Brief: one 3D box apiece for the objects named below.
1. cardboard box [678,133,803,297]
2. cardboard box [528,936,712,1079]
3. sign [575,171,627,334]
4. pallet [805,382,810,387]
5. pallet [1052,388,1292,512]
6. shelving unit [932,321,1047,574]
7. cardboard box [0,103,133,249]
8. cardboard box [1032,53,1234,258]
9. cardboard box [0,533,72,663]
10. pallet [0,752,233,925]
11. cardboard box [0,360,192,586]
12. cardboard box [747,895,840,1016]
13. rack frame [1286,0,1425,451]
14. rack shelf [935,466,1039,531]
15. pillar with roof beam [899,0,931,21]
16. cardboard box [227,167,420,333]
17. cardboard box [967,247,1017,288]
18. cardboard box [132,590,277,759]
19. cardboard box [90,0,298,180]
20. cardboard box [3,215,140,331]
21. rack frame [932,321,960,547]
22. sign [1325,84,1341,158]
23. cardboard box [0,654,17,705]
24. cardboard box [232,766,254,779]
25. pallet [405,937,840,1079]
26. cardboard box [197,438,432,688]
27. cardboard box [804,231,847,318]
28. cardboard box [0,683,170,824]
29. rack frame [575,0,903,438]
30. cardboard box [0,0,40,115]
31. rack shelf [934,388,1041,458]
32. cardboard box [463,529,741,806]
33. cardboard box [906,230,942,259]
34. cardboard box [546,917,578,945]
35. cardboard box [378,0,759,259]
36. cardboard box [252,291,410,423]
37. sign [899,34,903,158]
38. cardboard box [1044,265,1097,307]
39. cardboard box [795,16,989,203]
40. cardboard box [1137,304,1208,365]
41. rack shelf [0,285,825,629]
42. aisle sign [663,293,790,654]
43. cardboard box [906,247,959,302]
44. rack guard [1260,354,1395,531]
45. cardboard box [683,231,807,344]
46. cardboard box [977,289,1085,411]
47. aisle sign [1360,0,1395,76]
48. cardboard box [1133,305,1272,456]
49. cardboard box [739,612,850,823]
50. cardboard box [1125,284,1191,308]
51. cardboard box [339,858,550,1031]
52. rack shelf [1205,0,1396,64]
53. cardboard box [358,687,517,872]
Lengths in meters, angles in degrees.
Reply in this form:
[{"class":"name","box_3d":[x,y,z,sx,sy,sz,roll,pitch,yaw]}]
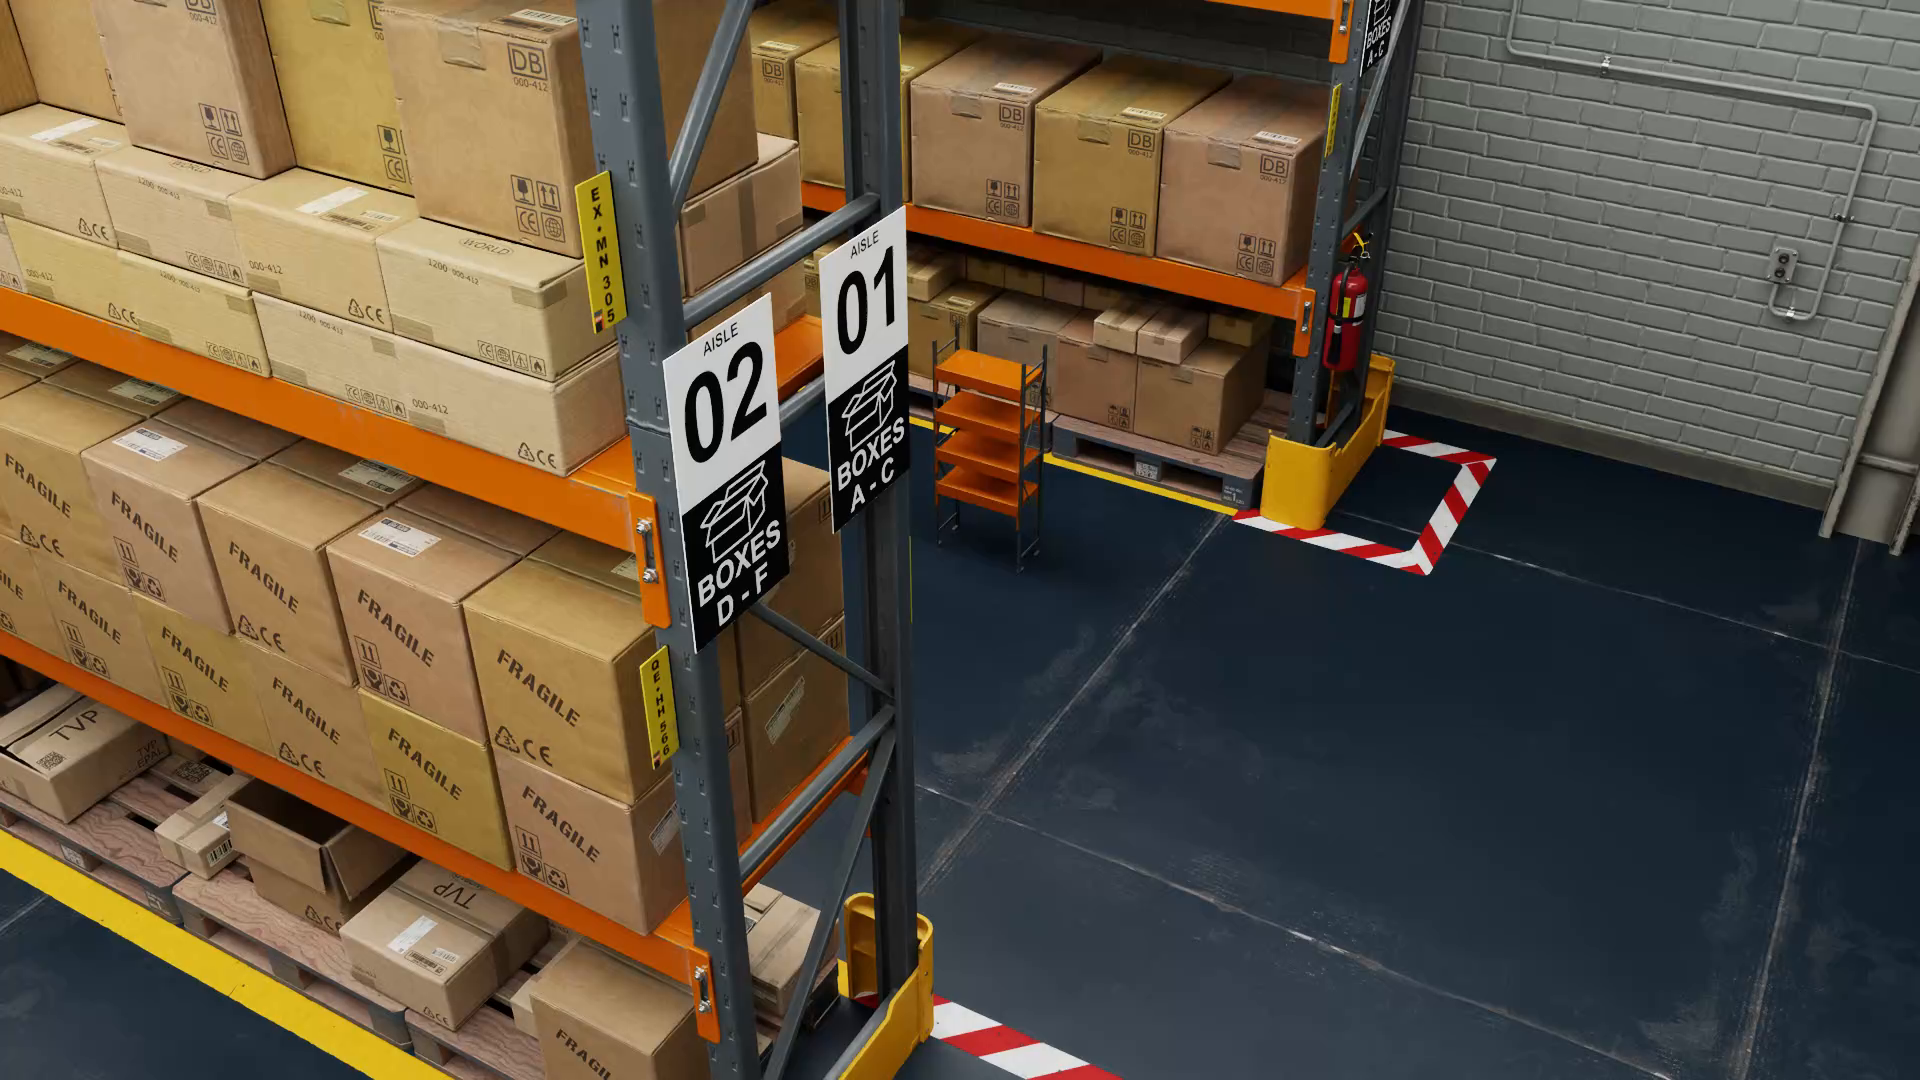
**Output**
[{"class":"cardboard box","box_3d":[-0.762,-0.894,4.365,0.500,0.250,0.500,18,37,24]},{"class":"cardboard box","box_3d":[-1.039,1.593,5.510,0.500,0.500,0.500,18,37,24]},{"class":"sign","box_3d":[-0.738,-0.589,3.423,0.005,0.325,0.100,18,37,24]},{"class":"pallet","box_3d":[-0.842,-1.311,10.528,1.213,0.211,1.003,18,37,24]},{"class":"pallet","box_3d":[1.277,-0.640,9.521,1.213,0.211,1.003,18,37,24]},{"class":"shelving unit","box_3d":[0.144,-0.454,8.349,0.503,1.200,0.258,18,37,24]},{"class":"cardboard box","box_3d":[-2.321,-1.057,4.610,0.500,0.250,0.500,18,37,24]},{"class":"cardboard box","box_3d":[0.925,-2.073,8.887,0.700,0.700,0.980,17,37,24]},{"class":"cardboard box","box_3d":[-3.164,0.035,5.901,0.500,0.500,0.500,18,38,25]},{"class":"pallet","box_3d":[-3.322,1.016,7.033,1.213,0.211,1.003,18,37,24]},{"class":"cardboard box","box_3d":[-2.754,-0.243,5.417,0.500,0.500,0.500,16,37,23]},{"class":"cardboard box","box_3d":[-0.638,1.489,5.982,0.250,0.149,0.380,18,37,24]},{"class":"rack frame","box_3d":[2.010,-1.618,8.474,0.127,3.000,1.000,18,37,24]},{"class":"rack shelf","box_3d":[0.144,-0.233,8.496,0.480,0.148,0.258,18,37,24]},{"class":"pillar with roof beam","box_3d":[-2.562,-3.368,5.688,0.400,9.000,9.100,18,37,24]},{"class":"cardboard box","box_3d":[-1.452,-0.784,4.199,0.500,0.250,0.500,18,37,24]},{"class":"cardboard box","box_3d":[0.239,-1.647,9.808,0.250,0.149,0.380,17,37,24]},{"class":"cardboard box","box_3d":[-2.289,0.313,5.483,0.500,0.500,0.500,17,37,24]},{"class":"cardboard box","box_3d":[-1.778,-1.338,4.354,0.500,0.500,0.700,18,37,24]},{"class":"cardboard box","box_3d":[-2.317,-0.853,4.754,0.500,0.250,0.500,18,37,24]},{"class":"rack frame","box_3d":[-0.068,-0.521,8.450,0.015,1.200,0.240,18,37,24]},{"class":"sign","box_3d":[1.729,-1.942,7.701,0.005,0.325,0.100,18,37,24]},{"class":"cardboard box","box_3d":[-4.488,0.526,7.112,0.500,0.500,0.500,17,37,24]},{"class":"cardboard box","box_3d":[-2.631,0.829,6.828,0.500,0.311,0.500,18,37,24]},{"class":"pallet","box_3d":[-1.203,1.687,6.026,1.213,0.211,1.003,18,37,24]},{"class":"cardboard box","box_3d":[-1.859,0.040,4.992,0.500,0.500,0.500,19,38,26]},{"class":"cardboard box","box_3d":[-0.865,-1.598,10.320,0.500,0.500,0.700,18,38,25]},{"class":"cardboard box","box_3d":[-3.661,0.822,6.838,0.500,0.311,0.500,18,37,24]},{"class":"rack frame","box_3d":[-0.445,-1.731,3.230,0.127,3.000,1.000,18,37,24]},{"class":"cardboard box","box_3d":[-2.676,-1.584,4.724,0.500,0.500,0.700,18,37,24]},{"class":"rack shelf","box_3d":[0.144,-0.584,8.262,0.480,0.148,0.258,18,37,24]},{"class":"cardboard box","box_3d":[-0.968,0.319,4.573,0.500,0.500,0.500,17,37,24]},{"class":"cardboard box","box_3d":[-0.204,-1.787,10.019,0.250,0.149,0.380,16,37,23]},{"class":"cardboard box","box_3d":[-1.210,1.304,6.169,0.500,0.250,0.500,18,37,24]},{"class":"cardboard box","box_3d":[-0.899,-1.073,3.957,0.500,0.500,0.700,18,37,24]},{"class":"cardboard box","box_3d":[-1.450,-0.577,4.339,0.500,0.250,0.500,18,37,24]},{"class":"sign","box_3d":[-0.176,-1.107,4.211,0.005,0.325,0.100,18,37,24]},{"class":"cardboard box","box_3d":[0.682,-1.507,9.597,0.250,0.149,0.380,18,38,25]},{"class":"cardboard box","box_3d":[-0.369,-2.483,9.502,0.700,0.700,0.980,17,37,23]},{"class":"cardboard box","box_3d":[1.151,-1.115,9.009,0.250,0.149,0.380,17,37,24]},{"class":"rack shelf","box_3d":[-2.181,-0.733,5.087,4.000,0.370,1.077,18,37,24]},{"class":"aisle sign","box_3d":[-0.538,-0.149,3.923,0.004,0.787,0.394,18,37,24]},{"class":"cardboard box","box_3d":[-0.205,-1.542,9.651,0.250,0.149,0.380,16,37,23]},{"class":"rack guard","box_3d":[2.031,-0.571,9.157,0.348,0.500,1.175,18,37,24]},{"class":"cardboard box","box_3d":[-0.765,-0.683,4.499,0.500,0.250,0.500,18,37,24]},{"class":"cardboard box","box_3d":[0.481,-1.173,9.681,0.500,0.500,0.700,16,37,23]},{"class":"aisle sign","box_3d":[1.923,-2.536,7.507,0.004,0.787,0.394,18,37,24]},{"class":"cardboard box","box_3d":[1.352,-0.897,9.267,0.500,0.500,0.700,18,37,24]},{"class":"cardboard box","box_3d":[-0.699,0.476,5.239,0.500,0.500,0.500,18,38,25]},{"class":"cardboard box","box_3d":[1.120,-1.368,9.389,0.250,0.149,0.380,18,38,25]},{"class":"cardboard box","box_3d":[-1.849,1.421,5.994,0.500,0.250,0.500,18,37,24]},{"class":"rack shelf","box_3d":[0.273,-3.118,8.668,4.000,0.370,1.077,18,37,24]},{"class":"cardboard box","box_3d":[-1.421,0.592,5.065,0.500,0.500,0.500,18,38,25]}]
